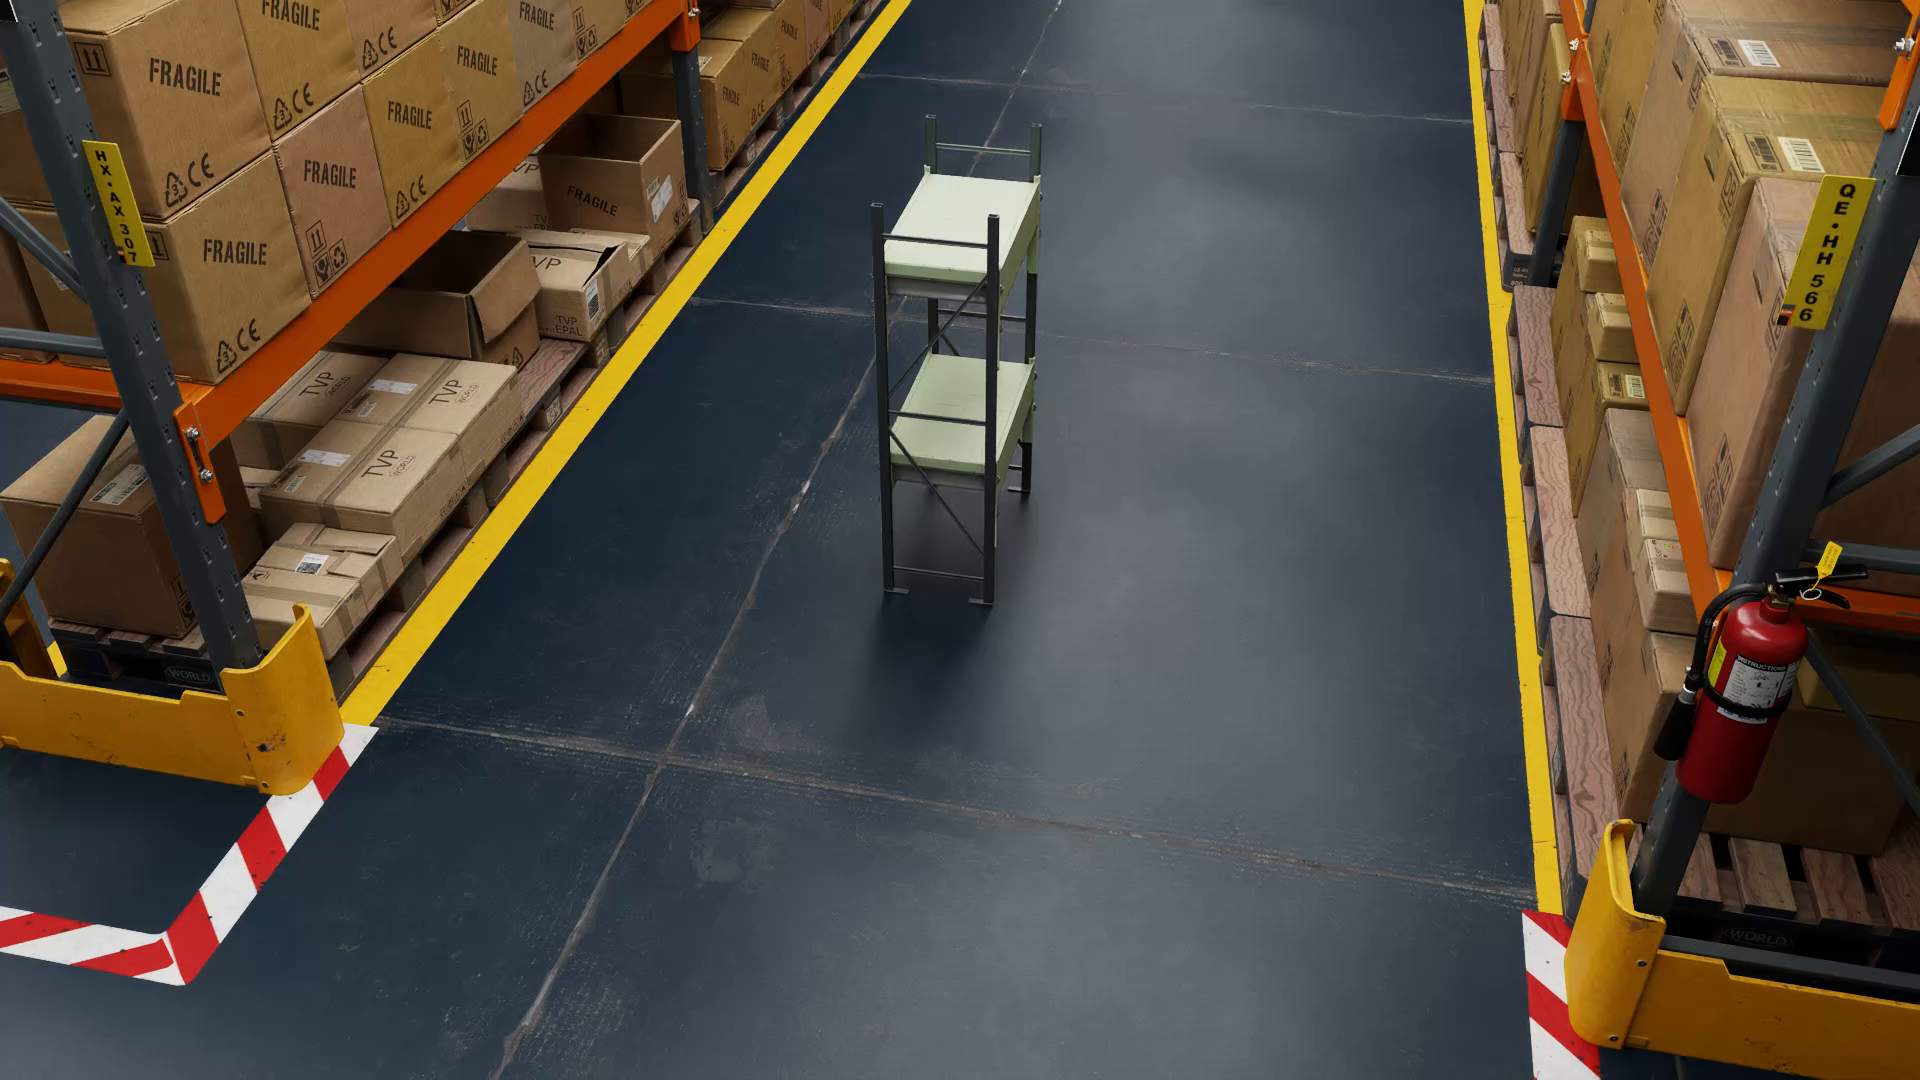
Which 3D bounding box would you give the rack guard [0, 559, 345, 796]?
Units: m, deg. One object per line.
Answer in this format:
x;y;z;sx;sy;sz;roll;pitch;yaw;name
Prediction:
-2.587;0.427;5.235;1.175;0.500;0.348;7;37;10;rack guard

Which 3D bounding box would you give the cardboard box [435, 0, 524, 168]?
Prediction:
-1.927;-1.674;5.918;0.500;0.500;0.500;8;37;11;cardboard box

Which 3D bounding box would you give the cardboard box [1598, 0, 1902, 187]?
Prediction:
2.799;-1.611;5.661;0.980;0.700;0.700;6;36;9;cardboard box

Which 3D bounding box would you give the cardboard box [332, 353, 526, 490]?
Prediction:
-1.996;-0.456;6.292;0.500;0.250;0.500;7;37;10;cardboard box

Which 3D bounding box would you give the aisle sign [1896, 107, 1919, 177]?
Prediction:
1.929;-0.972;2.820;0.394;0.787;0.004;7;37;10;aisle sign

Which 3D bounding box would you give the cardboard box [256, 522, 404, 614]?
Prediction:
-2.124;0.087;5.614;0.380;0.166;0.250;7;37;10;cardboard box

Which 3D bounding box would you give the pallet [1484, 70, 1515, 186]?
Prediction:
3.441;-2.241;9.162;1.003;0.211;1.213;7;37;10;pallet

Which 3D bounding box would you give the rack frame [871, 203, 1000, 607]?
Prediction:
-0.077;-0.401;5.526;0.400;1.500;0.023;7;37;10;rack frame

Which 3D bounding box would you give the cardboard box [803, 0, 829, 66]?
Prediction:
-1.081;-3.130;9.768;0.500;0.500;0.500;6;36;8;cardboard box

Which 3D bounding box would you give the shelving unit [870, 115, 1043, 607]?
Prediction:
0.001;-0.611;5.815;0.431;1.500;0.755;7;37;10;shelving unit

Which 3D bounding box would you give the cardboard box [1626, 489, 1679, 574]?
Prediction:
2.192;-0.001;4.914;0.380;0.149;0.250;8;37;11;cardboard box

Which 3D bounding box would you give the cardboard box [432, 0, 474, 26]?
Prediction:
-1.927;-2.087;5.636;0.500;0.500;0.500;7;37;10;cardboard box

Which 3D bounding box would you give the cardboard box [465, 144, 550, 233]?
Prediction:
-2.049;-1.711;7.971;0.500;0.311;0.500;7;37;10;cardboard box

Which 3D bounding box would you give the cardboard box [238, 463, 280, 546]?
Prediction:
-2.553;-0.136;5.922;0.380;0.166;0.250;7;37;10;cardboard box

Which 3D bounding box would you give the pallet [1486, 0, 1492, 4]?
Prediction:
4.114;-3.828;11.352;1.003;0.211;1.213;7;37;10;pallet

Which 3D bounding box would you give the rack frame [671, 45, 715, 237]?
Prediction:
-1.748;-2.835;7.606;1.000;3.000;0.127;7;37;10;rack frame

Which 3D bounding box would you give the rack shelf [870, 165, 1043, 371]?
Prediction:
0.001;-0.927;5.586;0.431;0.370;0.720;7;37;10;rack shelf

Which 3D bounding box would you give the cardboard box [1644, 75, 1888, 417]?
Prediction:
2.481;-0.757;4.483;0.980;0.700;0.700;7;37;10;cardboard box

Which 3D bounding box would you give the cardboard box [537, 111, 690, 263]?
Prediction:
-1.593;-1.639;7.710;0.500;0.500;0.500;7;37;10;cardboard box

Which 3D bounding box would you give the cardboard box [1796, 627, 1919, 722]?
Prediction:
2.458;0.339;4.445;0.380;0.149;0.250;8;37;10;cardboard box

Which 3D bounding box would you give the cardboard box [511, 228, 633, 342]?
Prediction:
-1.753;-1.132;7.173;0.500;0.311;0.500;7;37;10;cardboard box

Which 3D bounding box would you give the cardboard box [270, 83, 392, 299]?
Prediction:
-2.145;-1.100;5.127;0.500;0.500;0.500;7;37;10;cardboard box

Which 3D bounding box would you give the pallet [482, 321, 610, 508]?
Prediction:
-2.154;-0.611;6.913;1.003;0.211;1.213;7;37;10;pallet

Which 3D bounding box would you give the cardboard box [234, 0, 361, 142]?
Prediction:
-2.146;-1.509;4.839;0.500;0.500;0.500;8;37;10;cardboard box

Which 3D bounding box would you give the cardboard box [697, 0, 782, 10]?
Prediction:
-1.193;-3.125;9.122;0.500;0.250;0.500;7;37;10;cardboard box

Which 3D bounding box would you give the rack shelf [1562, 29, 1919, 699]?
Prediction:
2.665;-0.778;5.381;1.077;0.370;4.000;7;37;10;rack shelf

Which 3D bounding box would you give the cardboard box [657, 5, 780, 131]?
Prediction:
-1.304;-2.555;8.975;0.500;0.500;0.500;8;37;11;cardboard box

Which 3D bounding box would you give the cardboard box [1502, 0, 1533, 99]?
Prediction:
3.468;-2.903;9.173;0.750;0.750;0.750;7;37;10;cardboard box

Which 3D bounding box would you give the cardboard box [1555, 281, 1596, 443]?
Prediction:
2.721;-0.671;6.392;0.700;0.500;0.500;7;37;9;cardboard box

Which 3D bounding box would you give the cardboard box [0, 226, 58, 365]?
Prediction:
-2.773;-0.873;4.814;0.500;0.500;0.500;8;37;11;cardboard box

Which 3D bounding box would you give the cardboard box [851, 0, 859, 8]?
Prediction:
-0.864;-3.729;10.594;0.500;0.500;0.500;9;37;12;cardboard box

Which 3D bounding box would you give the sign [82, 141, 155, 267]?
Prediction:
-2.073;-0.825;4.094;0.100;0.325;0.005;7;37;10;sign

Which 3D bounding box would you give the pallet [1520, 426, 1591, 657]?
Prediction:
2.594;0.040;6.014;1.003;0.211;1.213;7;37;10;pallet

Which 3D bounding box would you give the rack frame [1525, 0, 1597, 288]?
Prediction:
3.092;-2.216;6.752;1.000;3.000;0.127;7;37;10;rack frame

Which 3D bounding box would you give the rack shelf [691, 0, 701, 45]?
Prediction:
-1.321;-3.690;9.399;1.077;0.370;4.000;7;37;10;rack shelf

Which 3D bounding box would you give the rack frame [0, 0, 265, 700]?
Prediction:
-2.603;-0.542;4.442;1.000;3.000;0.127;7;37;10;rack frame

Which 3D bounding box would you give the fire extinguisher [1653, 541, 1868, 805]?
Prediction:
1.754;0.288;3.681;0.296;0.674;0.183;7;37;10;fire extinguisher

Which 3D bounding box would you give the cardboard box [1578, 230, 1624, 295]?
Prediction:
2.580;-1.048;6.359;0.380;0.149;0.250;8;37;12;cardboard box

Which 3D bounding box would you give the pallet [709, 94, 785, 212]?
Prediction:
-1.612;-2.177;9.074;1.003;0.211;1.213;7;37;10;pallet

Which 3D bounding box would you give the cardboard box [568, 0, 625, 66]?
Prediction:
-1.713;-2.261;6.729;0.500;0.500;0.500;8;37;11;cardboard box

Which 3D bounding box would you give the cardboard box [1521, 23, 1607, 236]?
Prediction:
3.104;-1.905;7.796;0.750;0.750;0.750;8;37;11;cardboard box

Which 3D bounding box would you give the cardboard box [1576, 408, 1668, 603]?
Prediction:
2.503;-0.070;5.563;0.700;0.500;0.500;6;36;8;cardboard box

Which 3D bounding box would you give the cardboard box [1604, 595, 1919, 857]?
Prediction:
2.289;0.505;4.769;0.700;0.500;0.500;7;37;10;cardboard box

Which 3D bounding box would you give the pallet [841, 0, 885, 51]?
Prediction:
-1.090;-3.576;11.004;1.003;0.211;1.213;7;37;10;pallet
